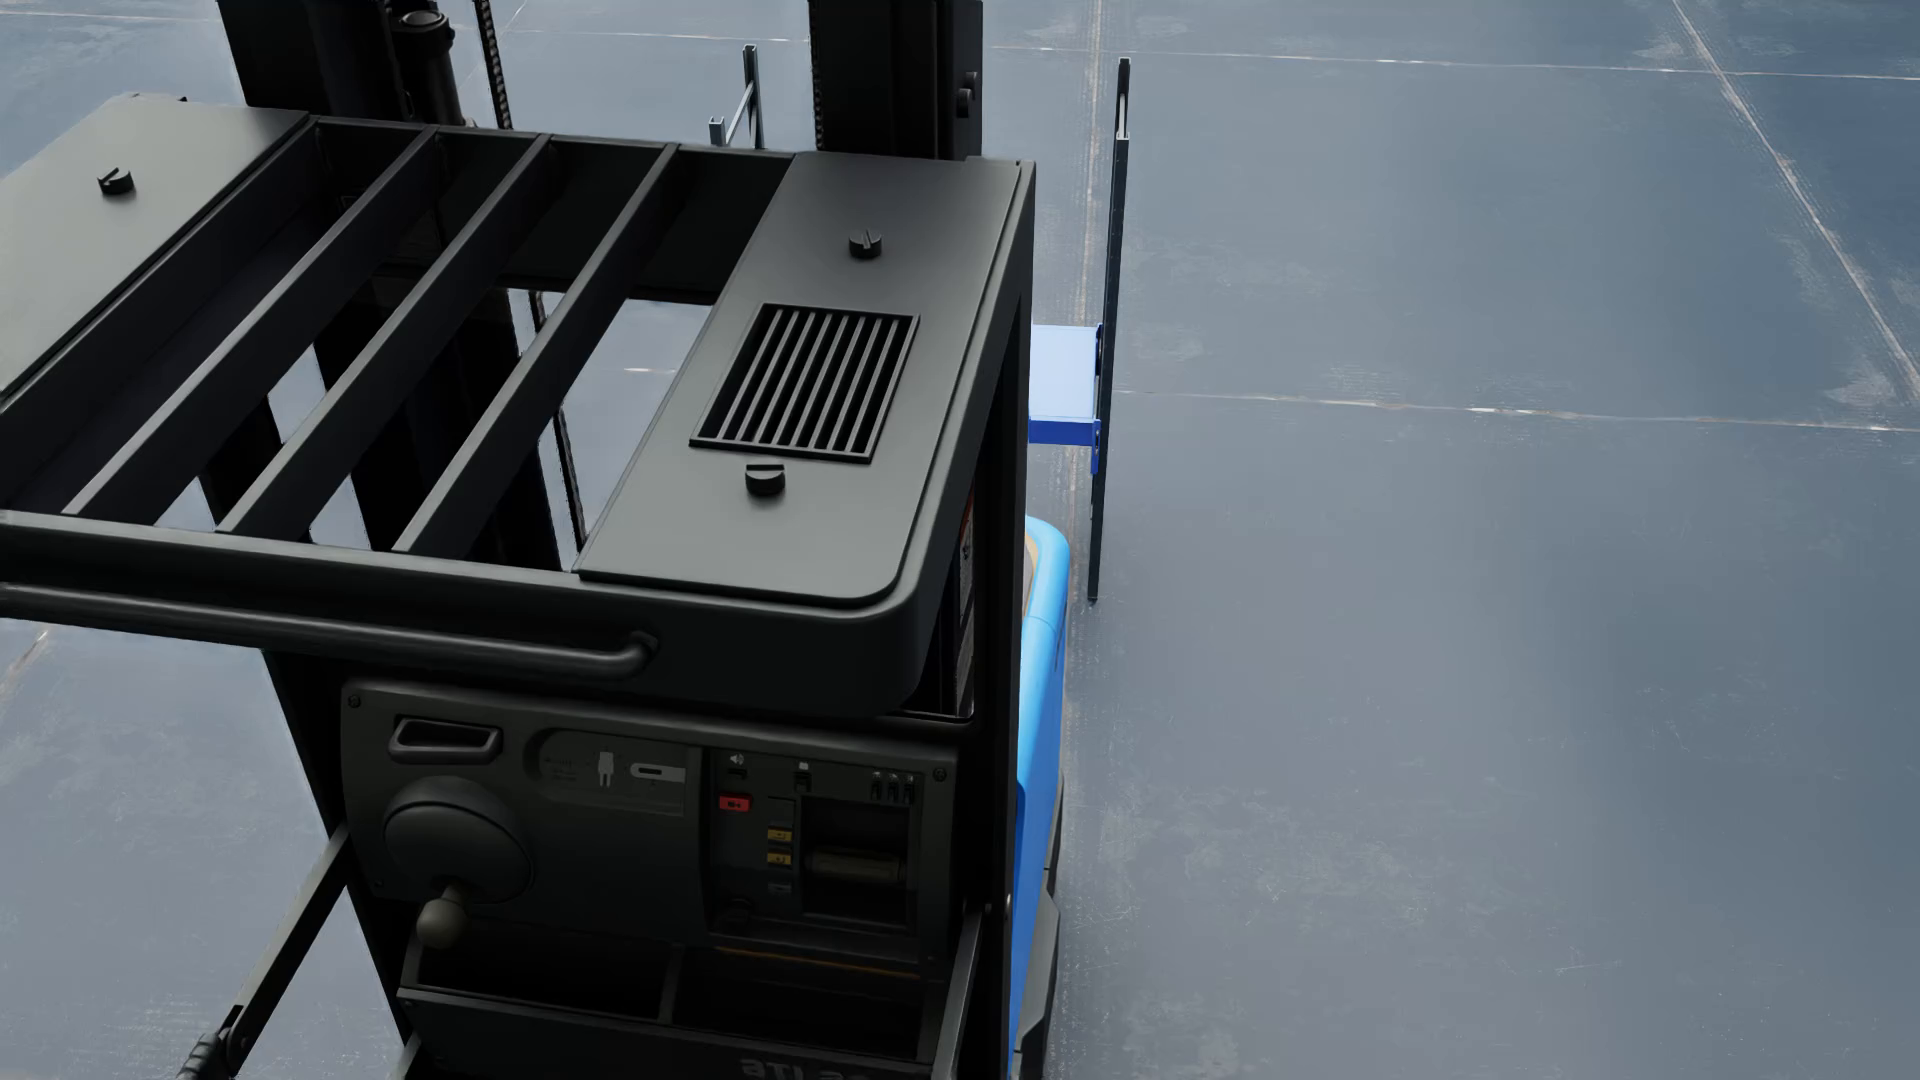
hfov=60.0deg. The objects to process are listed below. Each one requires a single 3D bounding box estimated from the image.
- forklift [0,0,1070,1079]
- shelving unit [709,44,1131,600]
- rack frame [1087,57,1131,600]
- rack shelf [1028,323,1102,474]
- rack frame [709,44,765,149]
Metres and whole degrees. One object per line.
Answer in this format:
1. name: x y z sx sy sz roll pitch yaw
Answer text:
1. forklift: -0.500 0.515 2.295 1.130 2.935 3.031 6 40 7
2. shelving unit: -0.085 -0.586 4.782 1.048 1.500 0.538 3 39 4
3. rack frame: 0.421 -0.559 4.748 0.032 1.500 0.500 3 39 4
4. rack shelf: -0.085 -0.447 4.896 1.000 0.185 0.538 3 39 4
5. rack frame: -0.591 -0.614 4.816 0.032 1.500 0.500 3 39 4
